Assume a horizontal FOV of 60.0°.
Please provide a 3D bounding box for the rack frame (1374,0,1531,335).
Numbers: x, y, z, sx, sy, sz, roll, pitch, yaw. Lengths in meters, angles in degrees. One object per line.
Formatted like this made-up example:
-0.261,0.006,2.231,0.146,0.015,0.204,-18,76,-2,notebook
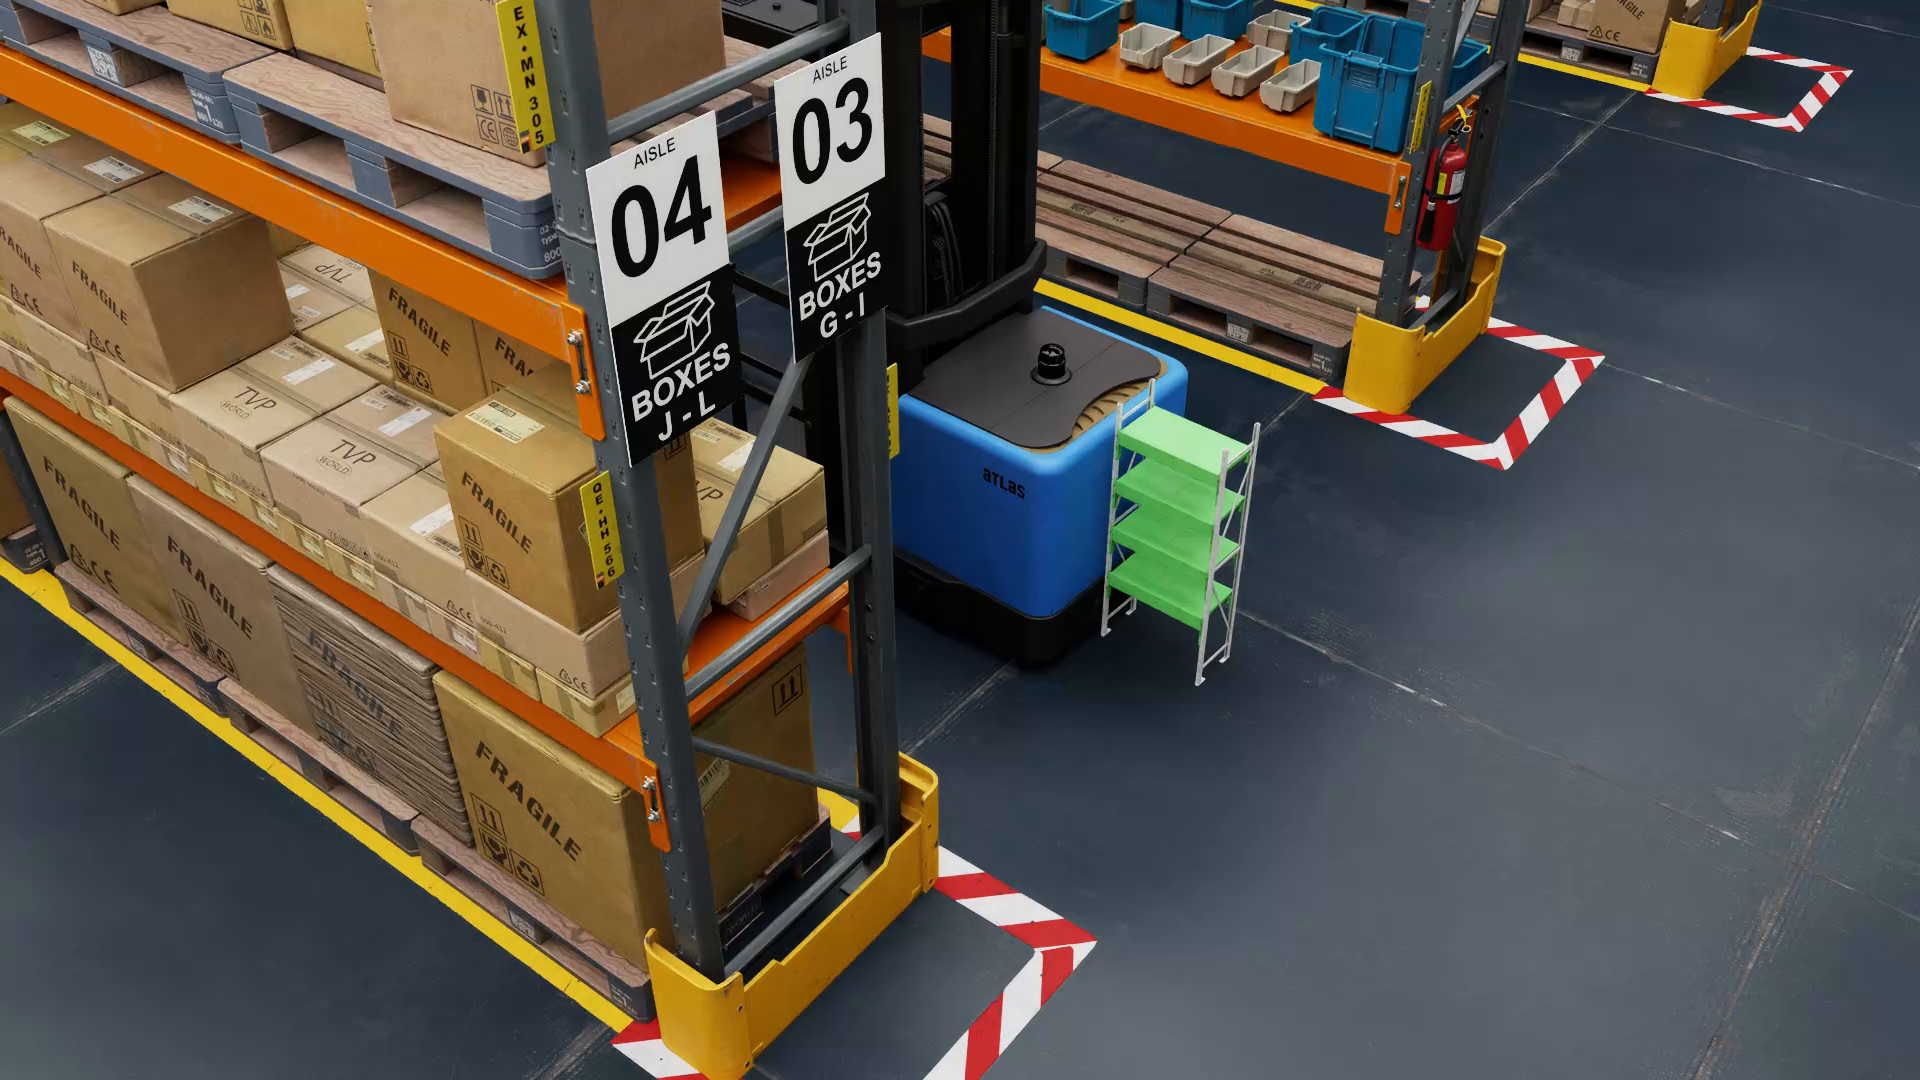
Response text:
2.447,-2.160,8.076,0.127,3.000,1.000,25,45,29,rack frame

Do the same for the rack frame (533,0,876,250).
-0.562,-2.097,3.129,0.127,3.000,1.000,25,45,29,rack frame

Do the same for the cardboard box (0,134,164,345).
-3.127,-1.093,5.985,0.500,0.500,0.500,25,45,29,cardboard box

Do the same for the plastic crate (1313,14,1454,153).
2.068,-2.232,8.090,0.499,0.435,0.616,25,45,29,plastic crate

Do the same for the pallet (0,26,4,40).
-3.096,-2.067,5.596,1.213,0.211,1.003,25,45,29,pallet

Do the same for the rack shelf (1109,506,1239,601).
0.882,0.035,6.835,0.480,0.148,0.258,27,46,30,rack shelf

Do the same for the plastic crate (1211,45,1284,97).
1.468,-2.412,8.563,0.243,0.136,0.396,25,45,29,plastic crate

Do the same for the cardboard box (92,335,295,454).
-2.718,-0.607,5.972,0.500,0.250,0.500,26,45,30,cardboard box

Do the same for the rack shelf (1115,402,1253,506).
0.882,-0.343,6.540,0.480,0.148,0.258,27,46,30,rack shelf

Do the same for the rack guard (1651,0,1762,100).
5.399,-3.628,11.979,0.348,0.500,1.175,25,45,29,rack guard

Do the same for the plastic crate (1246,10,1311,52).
1.708,-2.748,8.992,0.298,0.136,0.250,25,45,29,plastic crate

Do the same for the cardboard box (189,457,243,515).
-2.467,-0.277,5.875,0.250,0.149,0.380,24,44,27,cardboard box

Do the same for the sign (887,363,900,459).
-0.220,-0.376,5.031,0.005,0.325,0.100,25,45,29,sign

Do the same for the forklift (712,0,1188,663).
-0.482,-1.403,7.164,3.031,2.935,1.130,27,46,30,forklift

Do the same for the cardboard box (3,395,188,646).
-3.263,-0.275,7.051,0.875,0.875,0.875,25,45,29,cardboard box

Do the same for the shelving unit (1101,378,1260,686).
0.882,-0.015,6.796,0.503,1.200,0.258,27,46,30,shelving unit

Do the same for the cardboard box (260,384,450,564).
-1.915,-0.225,5.485,0.500,0.250,0.500,24,44,27,cardboard box

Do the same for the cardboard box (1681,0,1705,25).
5.336,-3.960,12.330,0.250,0.149,0.380,25,45,29,cardboard box

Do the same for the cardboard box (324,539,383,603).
-1.857,0.010,5.508,0.250,0.149,0.380,24,44,28,cardboard box

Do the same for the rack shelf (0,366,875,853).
-2.150,-0.201,6.157,4.000,0.370,1.077,25,45,29,rack shelf

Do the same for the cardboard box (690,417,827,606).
-0.779,-0.105,5.331,0.500,0.250,0.500,24,44,27,cardboard box

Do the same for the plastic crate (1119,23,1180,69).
0.986,-2.606,8.811,0.250,0.136,0.298,25,45,29,plastic crate

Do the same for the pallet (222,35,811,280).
-1.157,-1.154,4.429,1.213,0.211,1.003,25,45,29,pallet

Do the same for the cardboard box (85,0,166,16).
-2.328,-1.925,4.840,0.500,0.500,0.700,27,46,30,cardboard box

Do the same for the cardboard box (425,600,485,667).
-1.452,0.200,5.265,0.250,0.149,0.380,25,45,29,cardboard box

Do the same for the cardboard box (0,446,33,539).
-4.260,-0.792,7.711,0.875,0.875,1.225,25,45,29,cardboard box

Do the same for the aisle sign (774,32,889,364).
-0.322,-0.878,4.330,0.004,0.787,0.394,25,45,29,aisle sign

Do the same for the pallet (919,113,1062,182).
-0.122,-2.304,10.521,1.213,0.211,1.003,25,45,29,pallet

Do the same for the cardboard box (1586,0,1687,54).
4.878,-3.856,11.913,0.500,0.500,0.500,25,45,29,cardboard box

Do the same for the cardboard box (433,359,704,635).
-1.108,-0.142,4.770,0.500,0.500,0.500,26,45,29,cardboard box

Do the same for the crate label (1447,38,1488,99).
2.451,-2.371,8.433,0.303,0.233,0.416,25,45,29,crate label

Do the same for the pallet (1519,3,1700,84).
4.765,-3.813,12.449,1.213,0.211,1.003,25,45,29,pallet

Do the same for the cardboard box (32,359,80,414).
-3.288,-0.664,6.368,0.250,0.149,0.380,27,45,30,cardboard box

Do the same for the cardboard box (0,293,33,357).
-3.525,-0.987,6.457,0.500,0.250,0.500,24,44,28,cardboard box

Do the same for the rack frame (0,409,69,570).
-3.739,-1.233,6.891,0.127,3.000,1.000,25,45,29,rack frame

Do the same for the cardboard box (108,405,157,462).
-2.875,-0.470,6.121,0.250,0.149,0.380,25,44,28,cardboard box

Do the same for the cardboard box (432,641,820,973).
-1.119,0.736,5.760,0.875,0.875,0.875,25,45,29,cardboard box

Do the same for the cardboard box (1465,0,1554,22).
4.142,-4.128,12.463,0.500,0.250,0.500,25,45,29,cardboard box

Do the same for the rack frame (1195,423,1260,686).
1.068,0.082,6.672,0.015,1.200,0.240,27,46,30,rack frame

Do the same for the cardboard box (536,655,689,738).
-1.045,0.392,5.020,0.250,0.149,0.380,26,45,29,cardboard box

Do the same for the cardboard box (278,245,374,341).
-2.411,-0.870,6.309,0.500,0.250,0.500,26,45,29,cardboard box

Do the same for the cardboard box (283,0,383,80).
-1.381,-1.598,4.422,0.500,0.500,0.700,24,44,27,cardboard box

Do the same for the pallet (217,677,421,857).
-2.209,0.645,6.755,1.213,0.211,1.003,25,45,29,pallet

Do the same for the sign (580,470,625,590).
-0.903,-0.023,4.215,0.005,0.325,0.100,25,45,29,sign

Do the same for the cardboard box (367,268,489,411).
-1.591,-0.778,5.583,0.500,0.500,0.500,24,44,27,cardboard box
